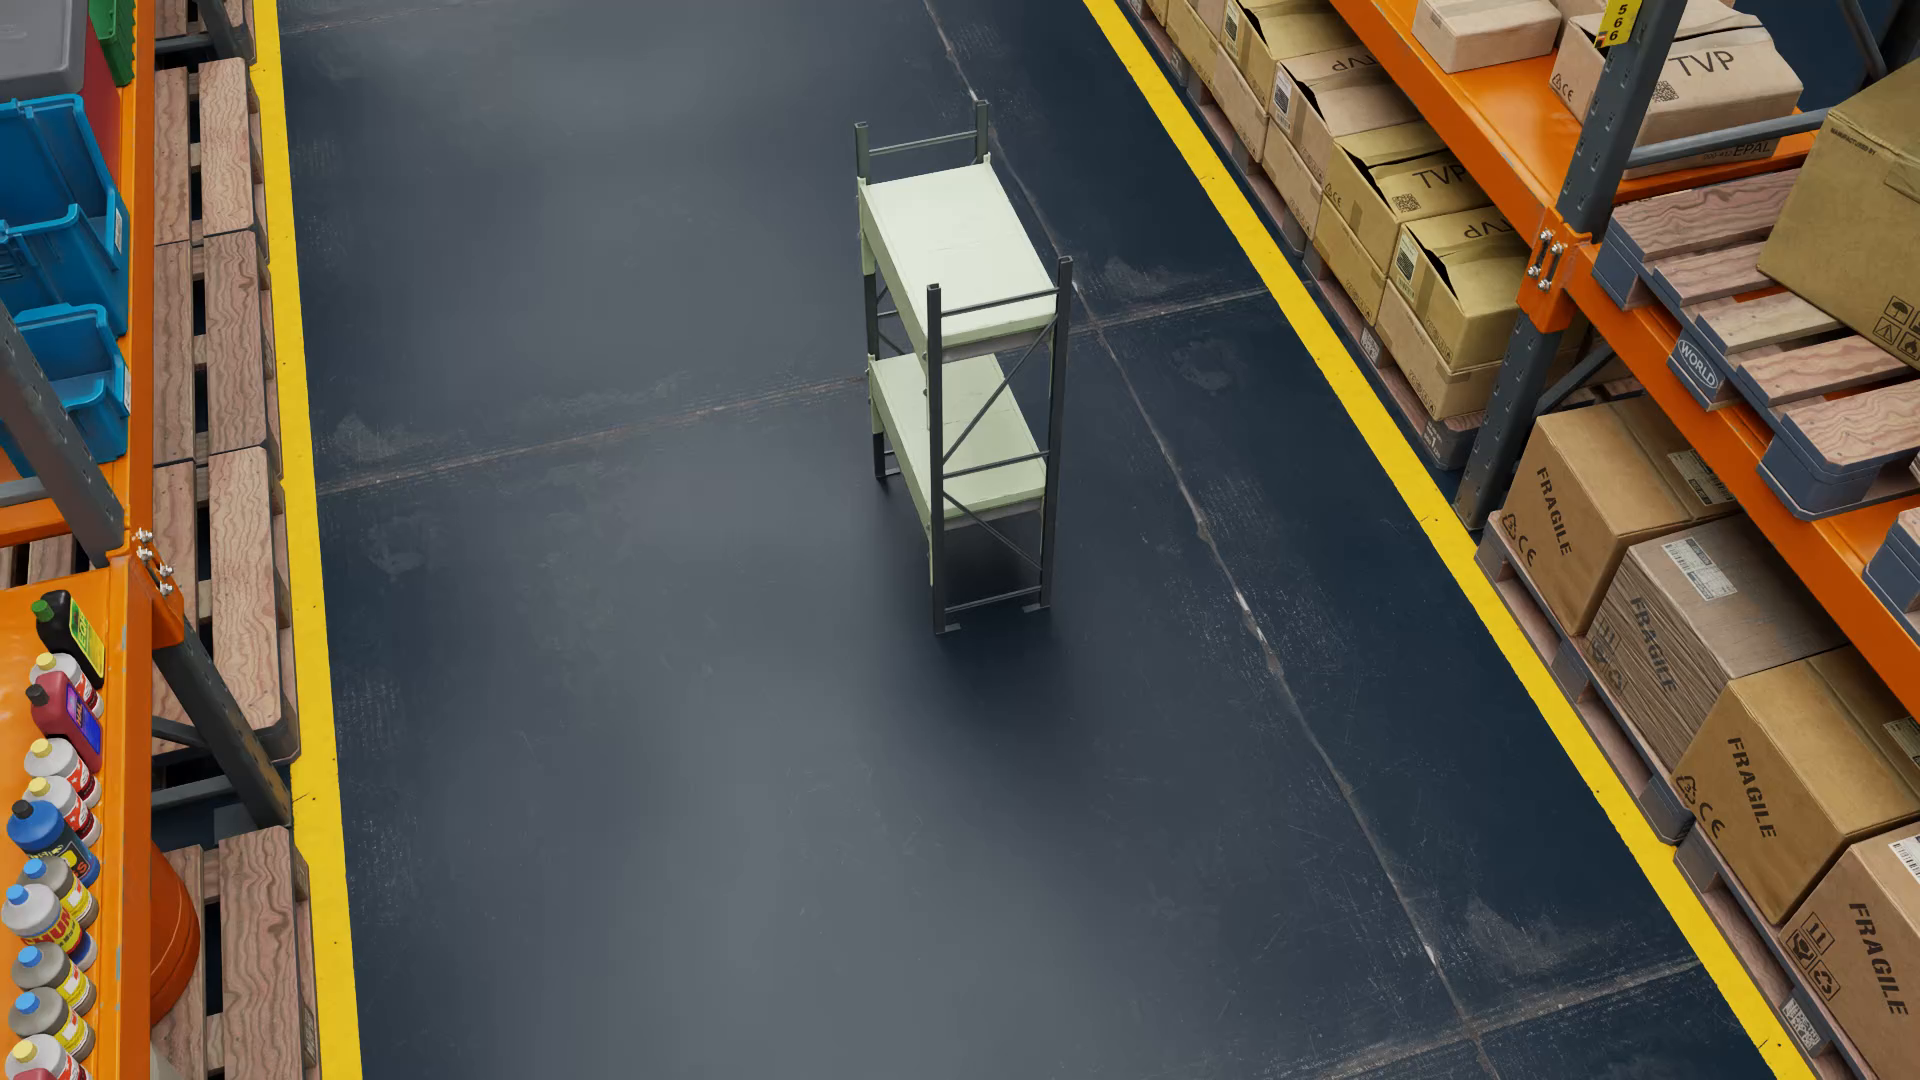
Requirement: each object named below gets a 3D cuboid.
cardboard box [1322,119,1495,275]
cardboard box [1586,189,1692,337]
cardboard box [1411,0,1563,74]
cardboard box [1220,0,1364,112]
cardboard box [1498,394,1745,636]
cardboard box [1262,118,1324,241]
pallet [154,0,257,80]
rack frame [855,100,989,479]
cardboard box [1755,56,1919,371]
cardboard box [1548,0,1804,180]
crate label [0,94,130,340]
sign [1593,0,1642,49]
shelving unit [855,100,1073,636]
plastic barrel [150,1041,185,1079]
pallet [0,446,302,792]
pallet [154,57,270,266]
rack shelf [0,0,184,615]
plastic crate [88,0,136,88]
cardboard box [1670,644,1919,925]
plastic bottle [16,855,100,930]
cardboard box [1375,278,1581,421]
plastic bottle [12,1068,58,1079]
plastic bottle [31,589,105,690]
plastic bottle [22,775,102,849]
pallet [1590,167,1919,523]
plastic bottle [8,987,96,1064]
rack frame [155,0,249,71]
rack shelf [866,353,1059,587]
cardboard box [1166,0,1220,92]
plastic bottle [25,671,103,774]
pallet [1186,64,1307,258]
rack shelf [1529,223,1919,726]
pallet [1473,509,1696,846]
[{"bbox_3d":[1.672,-1.283,6.027,0.500,0.311,0.500,-14,51,-12],"label":"cardboard box"},{"bbox_3d":[2.348,-1.027,5.811,0.500,0.311,0.500,-12,51,-10],"label":"cardboard box"},{"bbox_3d":[1.692,-1.662,5.353,0.380,0.149,0.250,-13,51,-11],"label":"cardboard box"},{"bbox_3d":[1.380,-2.019,6.647,0.500,0.311,0.500,-12,51,-10],"label":"cardboard box"},{"bbox_3d":[2.084,-0.087,5.209,0.500,0.500,0.500,-11,51,-9],"label":"cardboard box"},{"bbox_3d":[1.532,-1.470,6.551,0.500,0.250,0.500,-12,51,-10],"label":"cardboard box"},{"bbox_3d":[-3.852,-2.554,7.765,1.003,0.211,1.213,-13,51,-11],"label":"pallet"},{"bbox_3d":[-0.110,-0.756,5.406,0.400,1.500,0.023,-13,51,-11],"label":"rack frame"},{"bbox_3d":[2.516,-0.882,4.191,0.700,0.500,0.500,-30,56,-23],"label":"cardboard box"},{"bbox_3d":[2.157,-1.395,5.023,0.500,0.311,0.500,-10,51,-9],"label":"cardboard box"},{"bbox_3d":[-2.546,-0.829,4.464,0.502,0.435,0.616,-13,51,-11],"label":"crate label"},{"bbox_3d":[1.693,-1.394,4.206,0.100,0.325,0.005,-13,51,-11],"label":"sign"},{"bbox_3d":[-0.002,-0.488,5.181,0.431,1.500,0.755,-13,51,-11],"label":"shelving unit"},{"bbox_3d":[-2.097,1.381,3.976,0.421,0.512,0.421,0,50,0],"label":"plastic barrel"},{"bbox_3d":[-2.703,0.293,5.365,1.003,0.211,1.213,-13,51,-11],"label":"pallet"},{"bbox_3d":[-3.424,-1.489,6.867,1.003,0.211,1.213,-13,51,-11],"label":"pallet"},{"bbox_3d":[-3.102,-1.260,5.321,1.077,0.370,4.000,-13,51,-11],"label":"rack shelf"},{"bbox_3d":[-2.909,-1.676,5.340,0.450,0.188,0.662,-13,51,-11],"label":"plastic crate"},{"bbox_3d":[2.388,0.661,4.578,0.500,0.500,0.500,-14,51,-11],"label":"cardboard box"},{"bbox_3d":[-1.812,0.702,3.326,0.097,0.201,0.097,0,50,0],"label":"plastic bottle"},{"bbox_3d":[1.834,-0.727,5.924,0.500,0.250,0.500,-12,51,-10],"label":"cardboard box"},{"bbox_3d":[-1.645,1.040,2.988,0.061,0.283,0.133,-13,51,-11],"label":"plastic bottle"},{"bbox_3d":[-1.983,0.205,3.691,0.061,0.283,0.133,-13,51,-11],"label":"plastic bottle"},{"bbox_3d":[-1.870,0.560,3.446,0.097,0.201,0.097,0,50,0],"label":"plastic bottle"},{"bbox_3d":[2.490,-0.607,4.426,1.213,0.211,1.003,-13,51,-11],"label":"pallet"},{"bbox_3d":[-1.726,0.915,3.146,0.097,0.201,0.097,0,50,0],"label":"plastic bottle"},{"bbox_3d":[-3.693,-2.953,6.277,1.000,3.000,0.127,-13,51,-11],"label":"rack frame"},{"bbox_3d":[-0.002,-0.278,5.430,0.431,0.370,0.720,-13,51,-11],"label":"rack shelf"},{"bbox_3d":[1.228,-2.217,7.181,0.500,0.250,0.500,-15,51,-12],"label":"cardboard box"},{"bbox_3d":[-1.915,0.374,3.549,0.061,0.283,0.133,-13,51,-11],"label":"plastic bottle"},{"bbox_3d":[1.659,-1.749,7.087,1.003,0.211,1.213,-13,51,-11],"label":"pallet"},{"bbox_3d":[2.814,0.544,3.800,1.077,0.370,4.000,-13,51,-11],"label":"rack shelf"},{"bbox_3d":[2.407,0.304,5.356,1.003,0.211,1.213,-13,51,-11],"label":"pallet"}]
